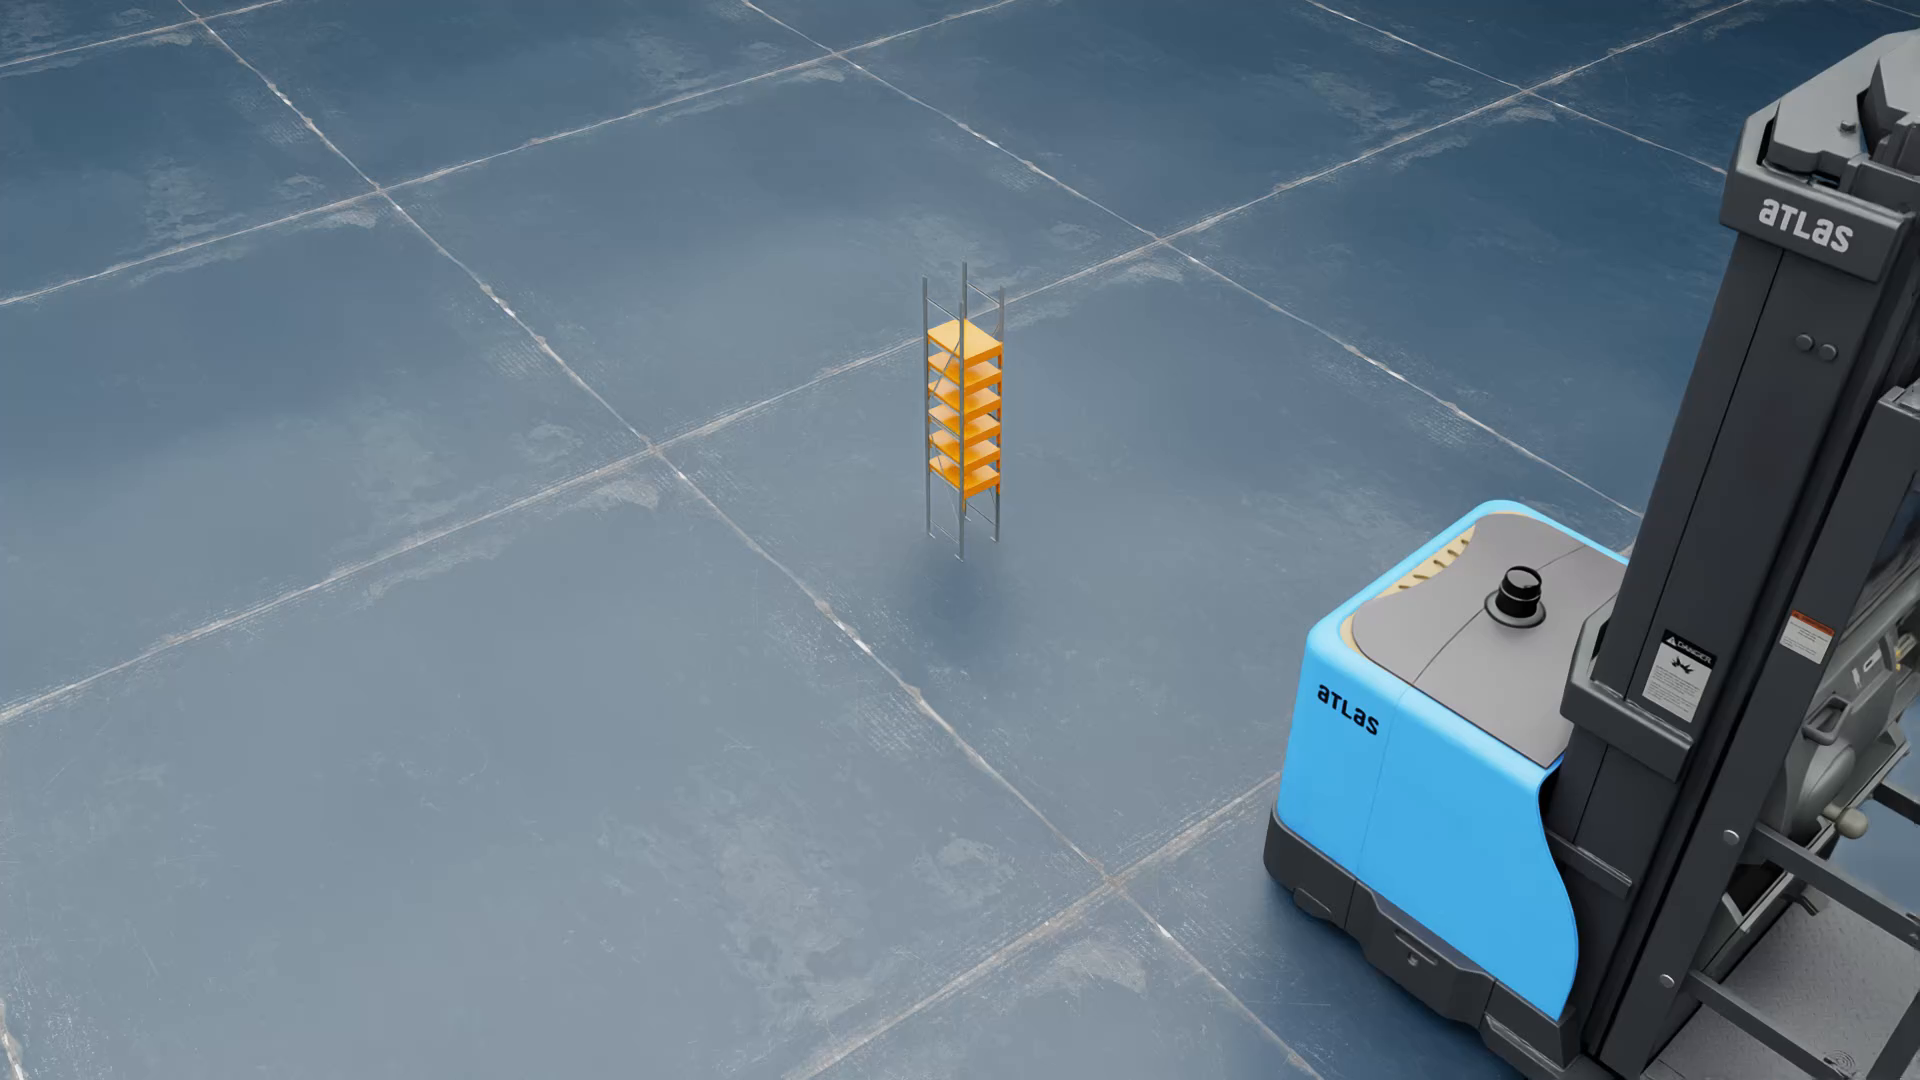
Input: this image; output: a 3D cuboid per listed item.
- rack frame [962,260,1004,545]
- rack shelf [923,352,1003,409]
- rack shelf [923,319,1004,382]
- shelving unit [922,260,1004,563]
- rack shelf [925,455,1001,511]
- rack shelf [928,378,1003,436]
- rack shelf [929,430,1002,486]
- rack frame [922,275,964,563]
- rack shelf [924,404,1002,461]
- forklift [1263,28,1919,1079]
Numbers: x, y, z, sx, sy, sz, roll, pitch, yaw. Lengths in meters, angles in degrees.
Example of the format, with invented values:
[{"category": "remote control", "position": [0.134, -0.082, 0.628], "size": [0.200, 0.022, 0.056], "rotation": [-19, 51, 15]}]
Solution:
[{"category": "rack frame", "position": [0.084, -0.505, 6.419], "size": [0.006, 1.200, 0.240], "rotation": [-26, 46, -28]}, {"category": "rack shelf", "position": [0.011, -0.621, 6.252], "size": [0.180, 0.103, 0.258], "rotation": [-26, 46, -28]}, {"category": "rack shelf", "position": [0.011, -0.713, 6.176], "size": [0.180, 0.103, 0.258], "rotation": [-26, 46, -28]}, {"category": "shelving unit", "position": [0.011, -0.469, 6.376], "size": [0.189, 1.200, 0.258], "rotation": [-26, 46, -28]}, {"category": "rack shelf", "position": [0.011, -0.250, 6.557], "size": [0.180, 0.103, 0.258], "rotation": [-26, 46, -28]}, {"category": "rack shelf", "position": [0.011, -0.528, 6.328], "size": [0.180, 0.103, 0.258], "rotation": [-26, 46, -28]}, {"category": "rack shelf", "position": [0.011, -0.342, 6.481], "size": [0.180, 0.103, 0.258], "rotation": [-26, 46, -28]}, {"category": "rack frame", "position": [-0.061, -0.434, 6.333], "size": [0.006, 1.200, 0.240], "rotation": [-26, 46, -28]}, {"category": "rack shelf", "position": [0.011, -0.435, 6.404], "size": [0.180, 0.103, 0.258], "rotation": [-26, 46, -28]}, {"category": "forklift", "position": [2.344, 0.441, 3.902], "size": [1.130, 2.935, 3.031], "rotation": [-30, 48, -31]}]
